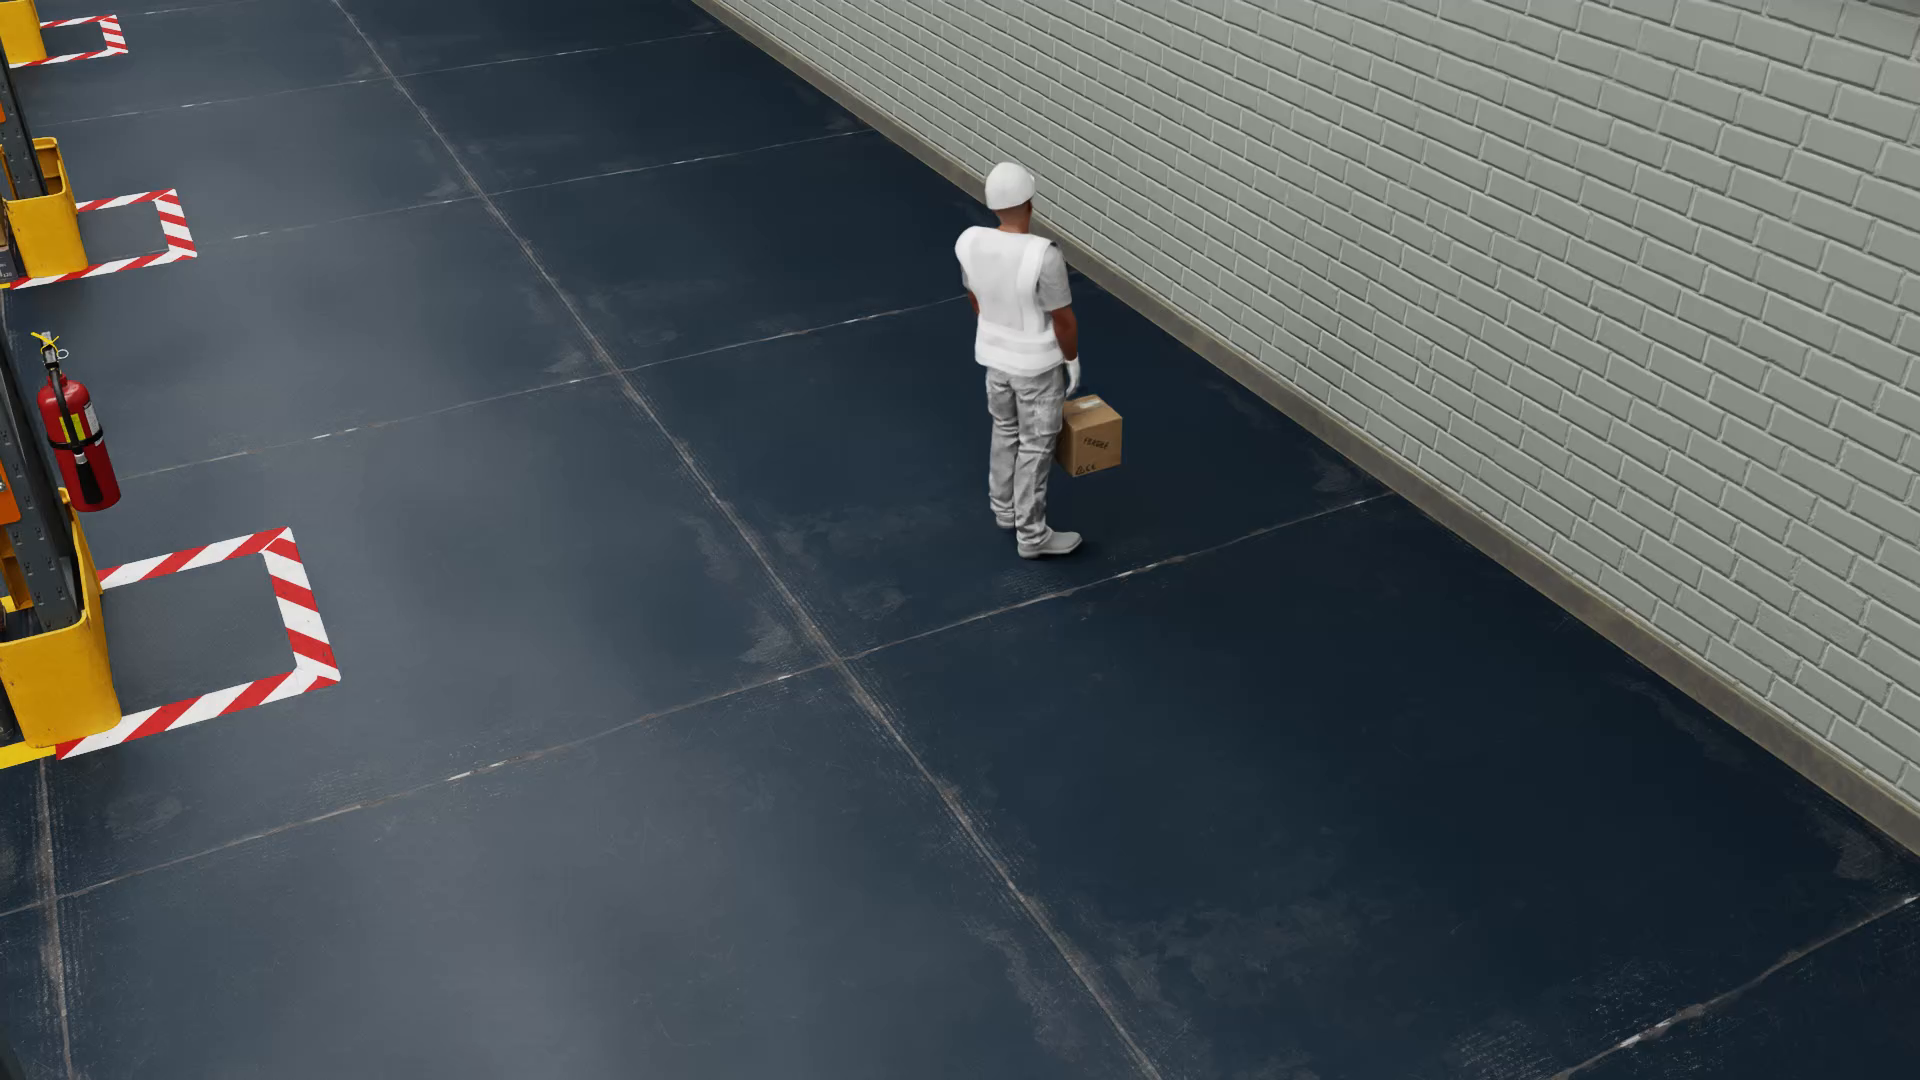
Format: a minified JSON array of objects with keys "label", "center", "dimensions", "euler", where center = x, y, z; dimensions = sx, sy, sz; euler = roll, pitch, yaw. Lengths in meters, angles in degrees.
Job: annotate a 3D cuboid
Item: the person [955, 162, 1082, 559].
[{"label":"person","center":[0.305,-0.797,7.362],"dimensions":[0.623,1.782,0.464],"euler":[24,40,32]}]
